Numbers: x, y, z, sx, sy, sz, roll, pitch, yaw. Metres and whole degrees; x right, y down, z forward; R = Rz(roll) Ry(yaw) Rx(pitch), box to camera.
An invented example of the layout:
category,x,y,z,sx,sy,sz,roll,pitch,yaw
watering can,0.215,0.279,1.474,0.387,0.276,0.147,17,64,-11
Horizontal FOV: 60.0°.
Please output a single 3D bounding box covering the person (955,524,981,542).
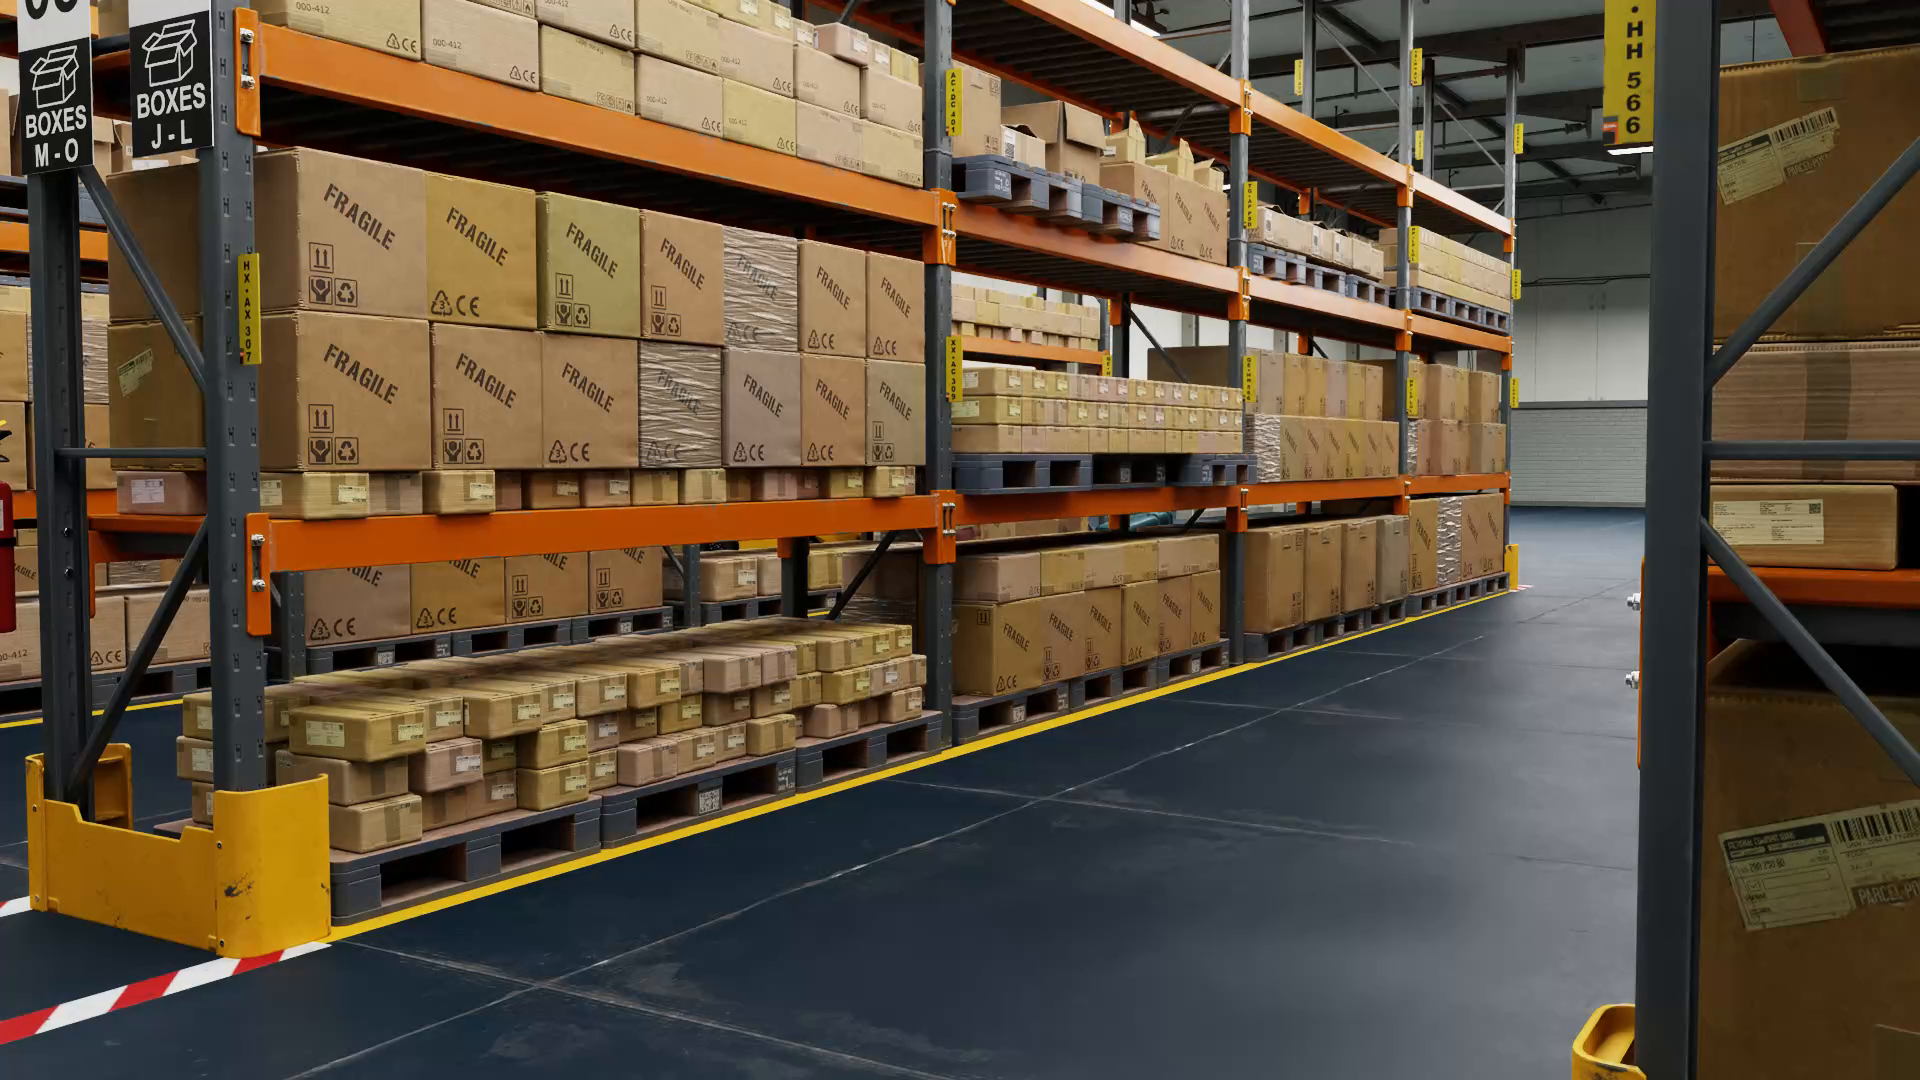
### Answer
category,x,y,z,sx,sy,sz,roll,pitch,yaw
person,-0.032,-0.087,14.799,0.513,1.671,0.359,2,3,28
